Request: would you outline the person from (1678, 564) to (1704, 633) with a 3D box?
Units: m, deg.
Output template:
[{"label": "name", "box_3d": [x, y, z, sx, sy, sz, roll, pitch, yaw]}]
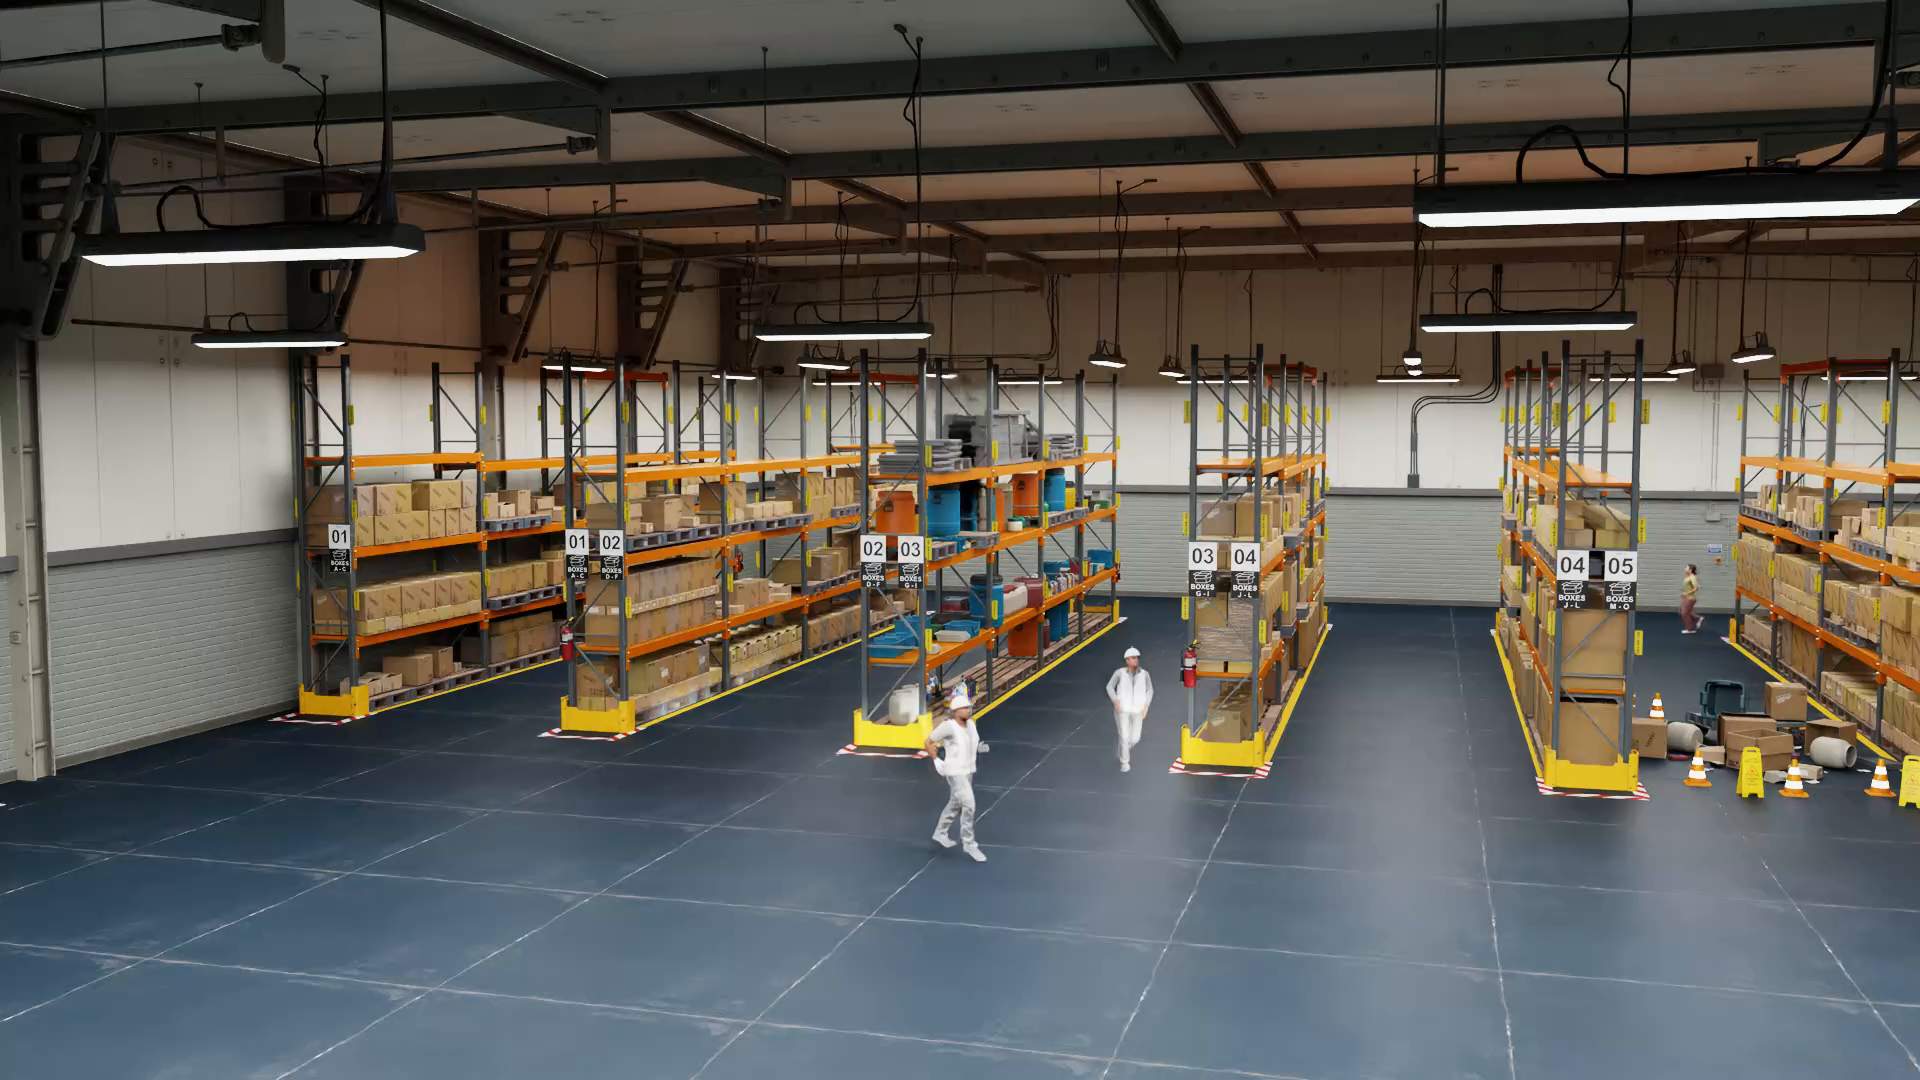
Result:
[{"label": "person", "box_3d": [16.793, 1.349, 38.117, 0.534, 1.611, 0.564, 1, 4, 15]}]

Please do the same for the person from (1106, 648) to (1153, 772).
[{"label": "person", "box_3d": [2.407, 2.386, 23.558, 0.678, 1.734, 0.590, -1, 4, -7]}]

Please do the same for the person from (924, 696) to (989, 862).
[{"label": "person", "box_3d": [0.005, 2.678, 18.906, 0.793, 1.829, 0.675, 3, 5, 32]}]
